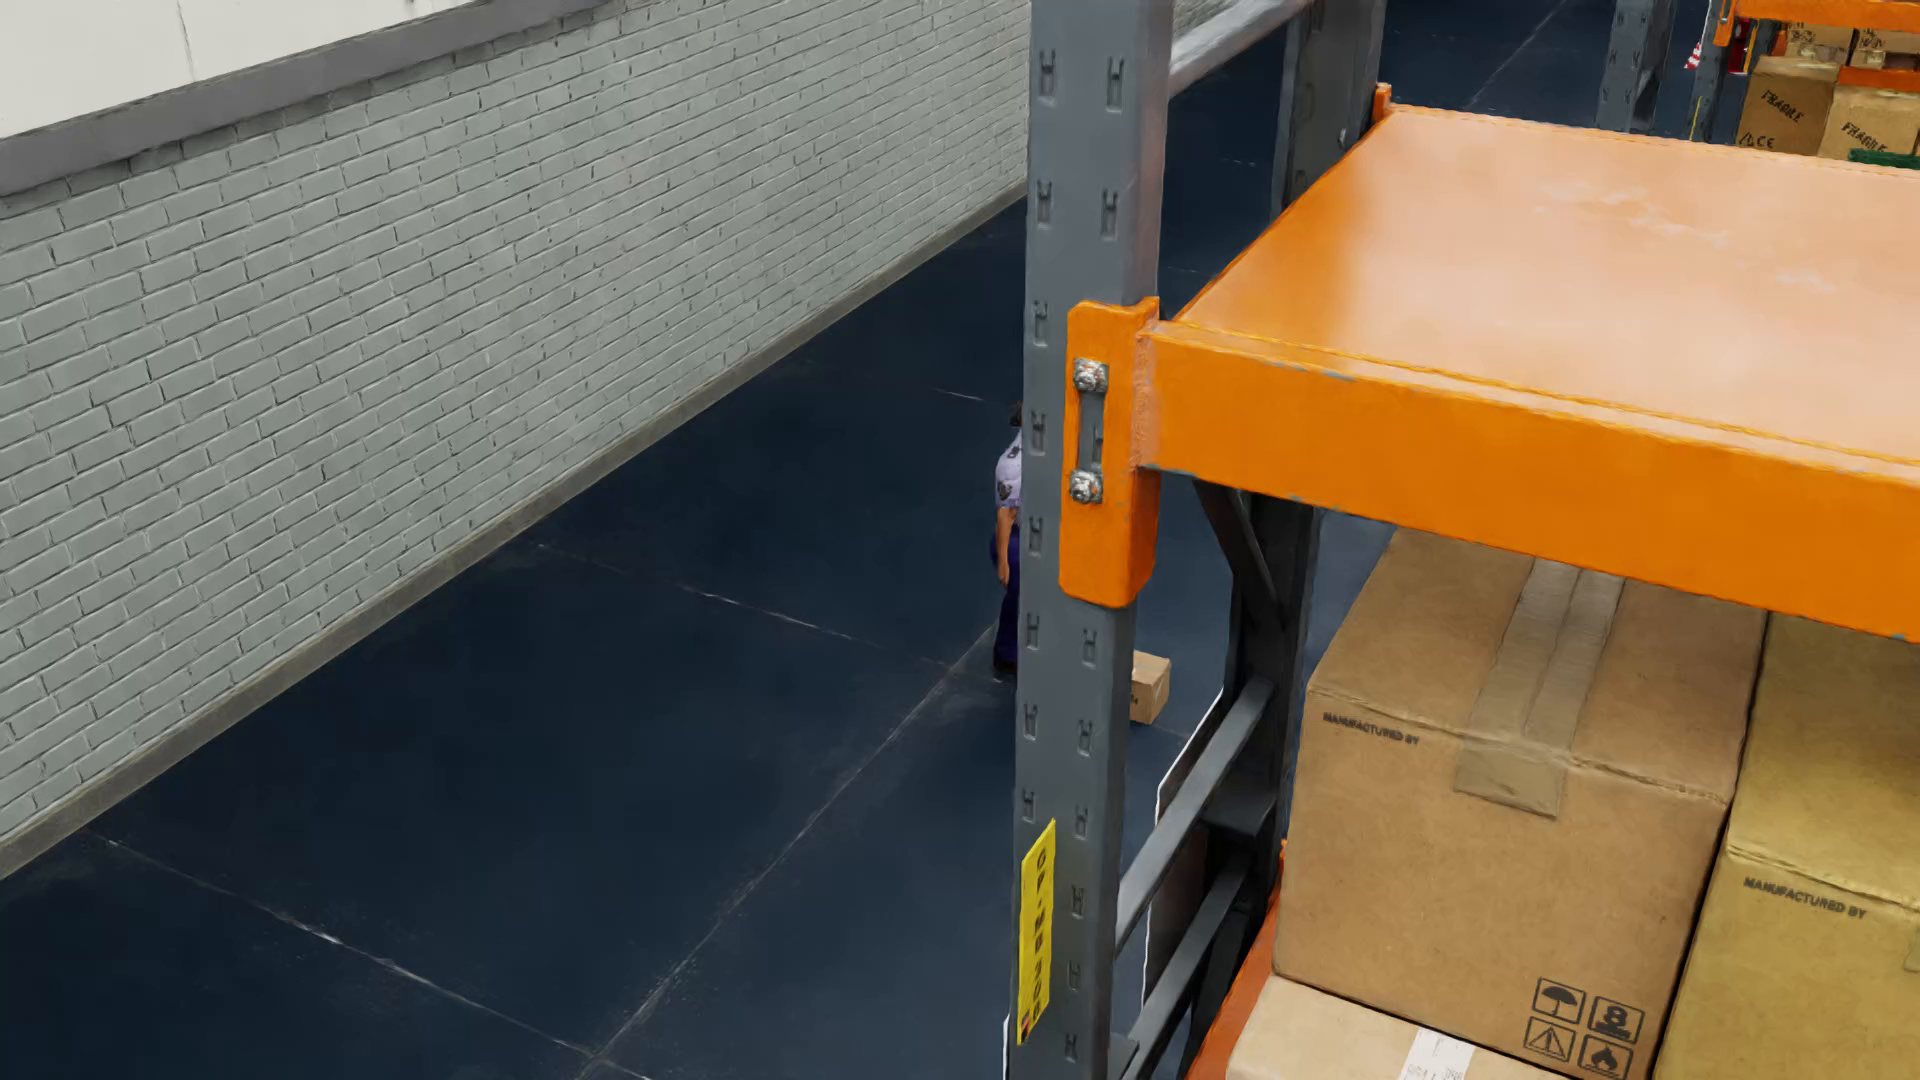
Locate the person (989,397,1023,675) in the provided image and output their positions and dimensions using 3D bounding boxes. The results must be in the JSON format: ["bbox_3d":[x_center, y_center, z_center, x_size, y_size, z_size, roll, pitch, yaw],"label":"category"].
[{"bbox_3d":[0.417,0.051,8.215,0.591,1.627,0.509,13,33,21],"label":"person"}]
